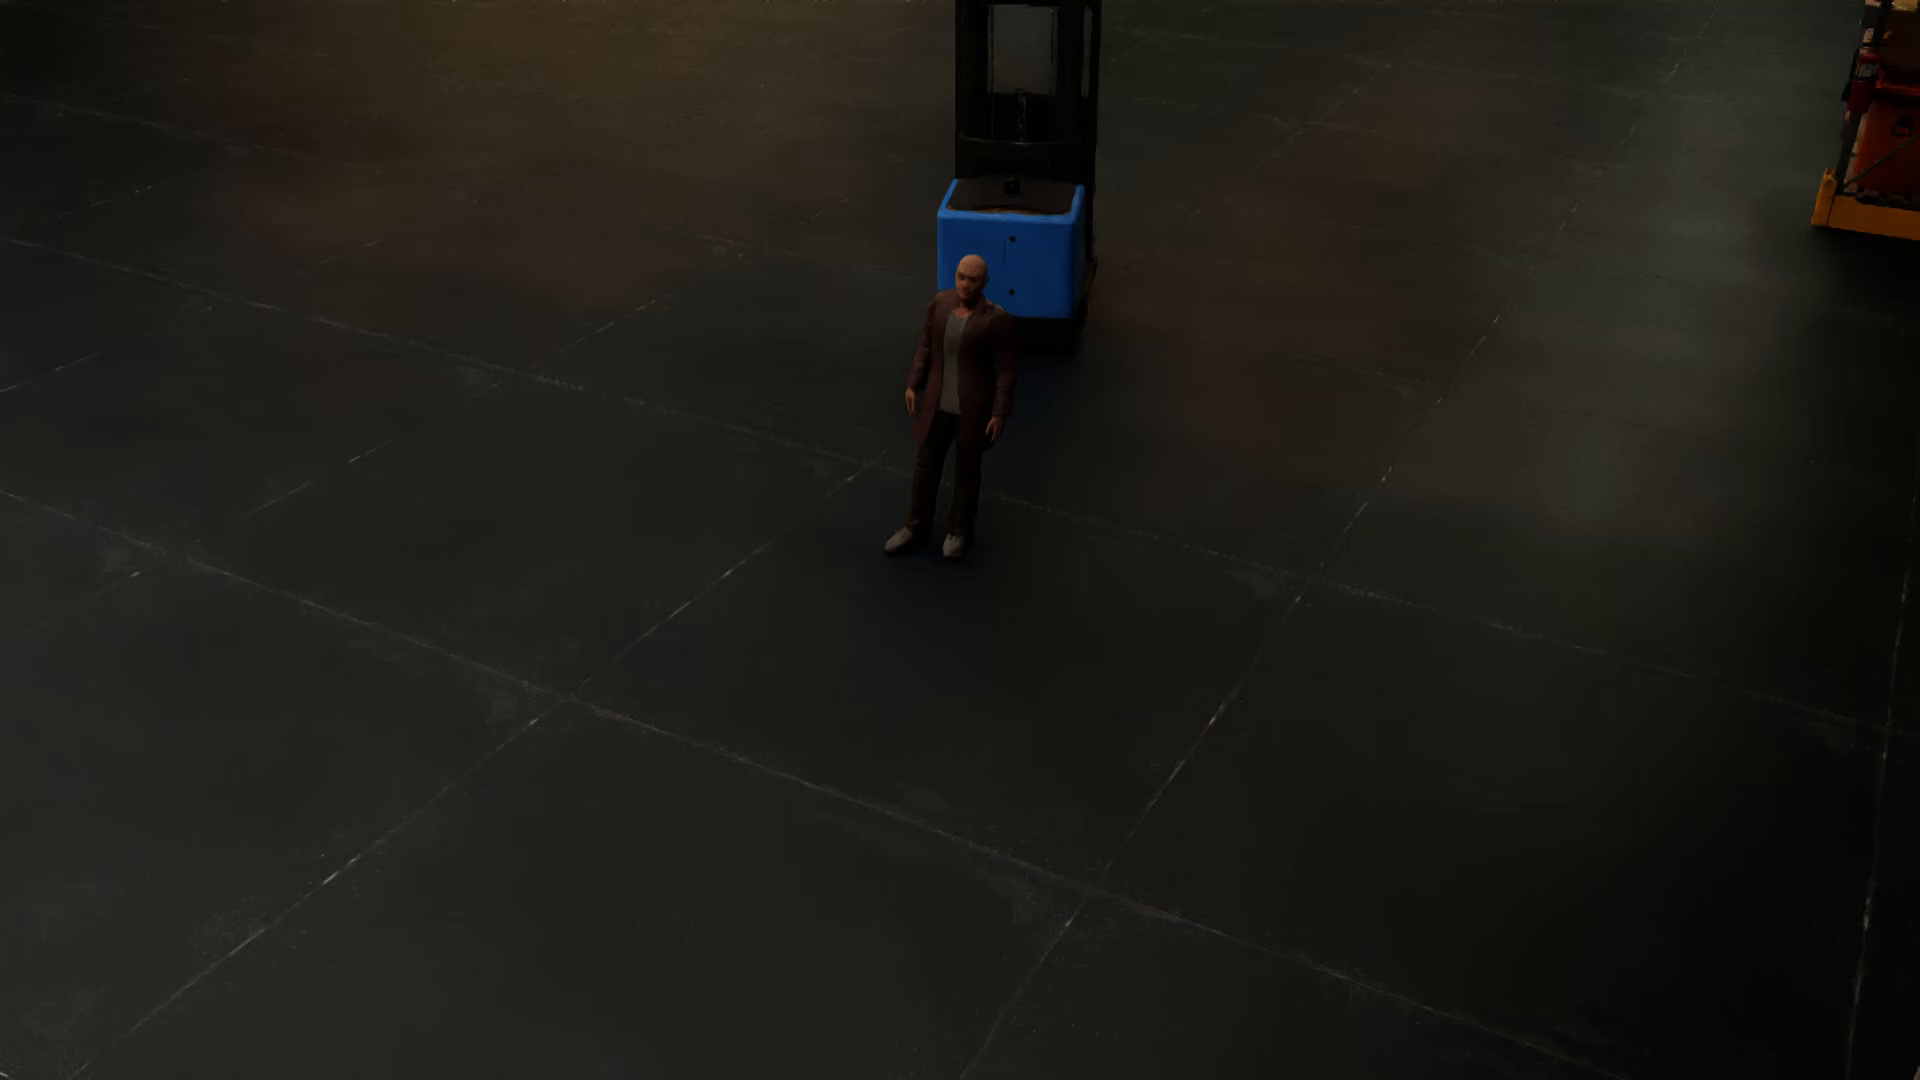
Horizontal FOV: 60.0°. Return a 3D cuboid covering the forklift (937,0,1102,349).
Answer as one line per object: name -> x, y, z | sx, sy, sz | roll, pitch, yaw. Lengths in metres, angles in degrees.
forklift -> 0.547, -3.400, 12.961 | 1.130, 2.935, 3.031 | 4, 30, 7

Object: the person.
person -> -0.048, -0.738, 9.487 | 0.694, 1.776, 0.580 | 15, 33, 25
